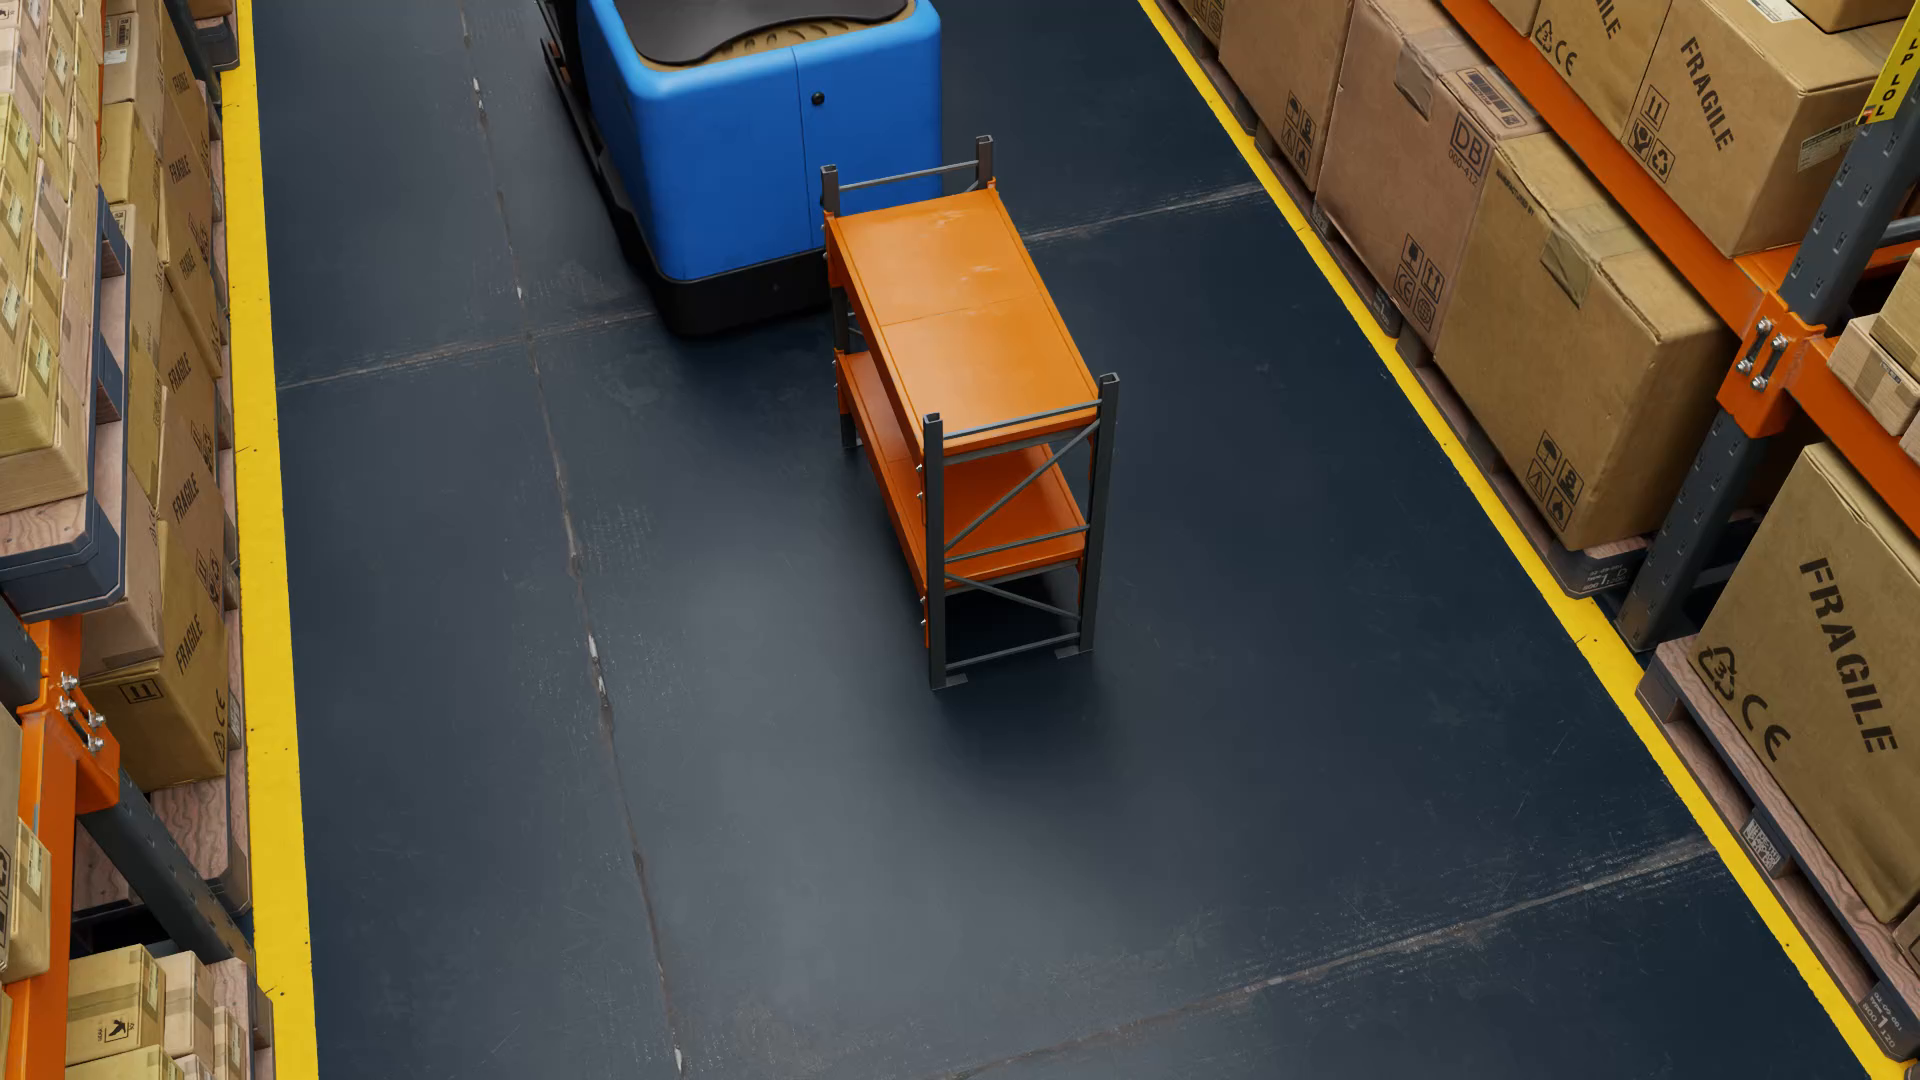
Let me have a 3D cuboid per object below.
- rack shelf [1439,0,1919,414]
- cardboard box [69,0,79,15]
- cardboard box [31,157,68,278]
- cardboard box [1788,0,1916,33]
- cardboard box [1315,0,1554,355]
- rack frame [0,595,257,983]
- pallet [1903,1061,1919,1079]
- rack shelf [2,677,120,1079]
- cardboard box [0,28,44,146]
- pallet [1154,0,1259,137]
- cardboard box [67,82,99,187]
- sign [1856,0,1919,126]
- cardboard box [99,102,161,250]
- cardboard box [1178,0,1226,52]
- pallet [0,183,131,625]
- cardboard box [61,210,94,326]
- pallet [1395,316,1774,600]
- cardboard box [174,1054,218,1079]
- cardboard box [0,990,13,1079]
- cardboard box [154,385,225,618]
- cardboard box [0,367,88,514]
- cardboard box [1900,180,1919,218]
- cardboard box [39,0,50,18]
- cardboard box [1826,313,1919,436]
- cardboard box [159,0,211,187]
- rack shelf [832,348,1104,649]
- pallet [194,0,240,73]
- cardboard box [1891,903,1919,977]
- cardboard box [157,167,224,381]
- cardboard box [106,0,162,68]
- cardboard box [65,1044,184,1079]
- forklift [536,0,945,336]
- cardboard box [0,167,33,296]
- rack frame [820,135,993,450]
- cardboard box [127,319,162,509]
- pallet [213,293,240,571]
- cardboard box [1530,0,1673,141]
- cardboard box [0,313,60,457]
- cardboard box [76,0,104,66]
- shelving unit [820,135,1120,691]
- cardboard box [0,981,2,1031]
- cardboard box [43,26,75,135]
[{"bbox_3d":[1.878,-2.010,5.453,1.077,0.370,4.000,-13,51,-11],"label":"rack shelf"},{"bbox_3d":[-2.440,-1.417,4.178,0.380,0.149,0.250,-14,51,-12],"label":"cardboard box"},{"bbox_3d":[-2.131,-0.652,3.533,0.380,0.149,0.250,-12,51,-10],"label":"cardboard box"},{"bbox_3d":[2.273,-1.601,3.916,0.797,0.503,0.637,-15,51,-12],"label":"cardboard box"},{"bbox_3d":[1.996,-1.347,5.538,1.225,0.875,0.875,-15,51,-12],"label":"cardboard box"},{"bbox_3d":[-2.298,0.267,3.063,1.000,3.000,0.127,-13,51,-11],"label":"rack frame"},{"bbox_3d":[2.984,1.584,3.777,1.003,0.211,1.213,-13,51,-11],"label":"pallet"},{"bbox_3d":[-1.707,1.959,2.107,1.077,0.370,4.000,-13,51,-11],"label":"rack shelf"},{"bbox_3d":[-2.209,-0.944,3.584,0.380,0.149,0.250,-14,51,-11],"label":"cardboard box"},{"bbox_3d":[1.448,-2.211,6.976,1.003,0.211,1.213,-13,51,-11],"label":"pallet"},{"bbox_3d":[-2.282,-0.933,3.965,0.380,0.149,0.250,-15,52,-13],"label":"cardboard box"},{"bbox_3d":[1.954,-0.999,3.425,0.100,0.325,0.005,-13,51,-11],"label":"sign"},{"bbox_3d":[-2.733,-1.045,5.039,0.500,0.250,0.500,-12,51,-10],"label":"cardboard box"},{"bbox_3d":[1.471,-2.644,6.632,1.225,0.875,0.875,-15,52,-13],"label":"cardboard box"},{"bbox_3d":[-2.385,-0.262,3.635,1.003,0.211,1.213,-13,51,-11],"label":"pallet"},{"bbox_3d":[-2.133,-0.564,3.653,0.380,0.149,0.250,-13,51,-11],"label":"cardboard box"},{"bbox_3d":[2.170,-0.429,5.473,1.003,0.211,1.213,-13,51,-11],"label":"pallet"},{"bbox_3d":[-1.810,1.307,3.581,0.380,0.149,0.250,-16,52,-13],"label":"cardboard box"},{"bbox_3d":[-1.788,0.876,2.714,0.380,0.149,0.250,-11,51,-10],"label":"cardboard box"},{"bbox_3d":[-2.422,-0.049,4.689,0.500,0.500,0.500,-11,51,-9],"label":"cardboard box"},{"bbox_3d":[-1.975,-0.179,3.329,0.380,0.149,0.250,-16,52,-13],"label":"cardboard box"},{"bbox_3d":[2.572,-1.206,4.239,0.500,0.500,0.500,-13,51,-11],"label":"cardboard box"},{"bbox_3d":[-2.359,-1.315,3.897,0.380,0.149,0.250,-12,51,-10],"label":"cardboard box"},{"bbox_3d":[2.239,-0.409,3.797,0.380,0.149,0.250,-13,51,-11],"label":"cardboard box"},{"bbox_3d":[-3.037,-1.563,5.966,0.500,0.500,0.500,-14,51,-11],"label":"cardboard box"},{"bbox_3d":[0.002,-0.200,5.003,0.538,0.278,1.000,-13,51,-11],"label":"rack shelf"},{"bbox_3d":[-3.642,-2.349,7.092,1.003,0.211,1.213,-13,51,-11],"label":"pallet"},{"bbox_3d":[2.855,0.926,3.622,0.875,0.875,0.875,-13,51,-11],"label":"cardboard box"},{"bbox_3d":[-2.715,-0.800,5.323,0.500,0.500,0.500,-15,52,-13],"label":"cardboard box"},{"bbox_3d":[-3.029,-1.786,5.663,0.500,0.250,0.500,-14,51,-12],"label":"cardboard box"},{"bbox_3d":[-1.831,1.237,3.446,0.380,0.149,0.250,-13,51,-11],"label":"cardboard box"},{"bbox_3d":[-1.061,-2.803,5.696,1.130,2.935,3.031,-17,52,-14],"label":"forklift"},{"bbox_3d":[-2.064,-0.573,3.272,0.380,0.149,0.250,-12,51,-10],"label":"cardboard box"},{"bbox_3d":[-0.148,-0.729,5.129,0.500,1.125,0.032,-13,51,-11],"label":"rack frame"},{"bbox_3d":[-2.424,-0.292,4.404,0.500,0.250,0.500,-12,51,-10],"label":"cardboard box"},{"bbox_3d":[-2.894,-0.295,5.361,1.003,0.211,1.213,-13,51,-11],"label":"pallet"},{"bbox_3d":[1.931,-1.456,4.450,0.500,0.500,0.500,-12,51,-10],"label":"cardboard box"},{"bbox_3d":[-1.975,-0.275,3.215,0.380,0.149,0.250,-13,51,-10],"label":"cardboard box"},{"bbox_3d":[-2.438,-1.316,4.288,0.380,0.149,0.250,-15,52,-13],"label":"cardboard box"},{"bbox_3d":[0.002,-0.358,4.816,0.538,1.125,1.048,-13,51,-11],"label":"shelving unit"},{"bbox_3d":[-1.733,0.808,2.347,0.500,0.500,0.500,-15,51,-12],"label":"cardboard box"},{"bbox_3d":[-2.290,-1.039,3.859,0.380,0.149,0.250,-11,51,-10],"label":"cardboard box"}]
